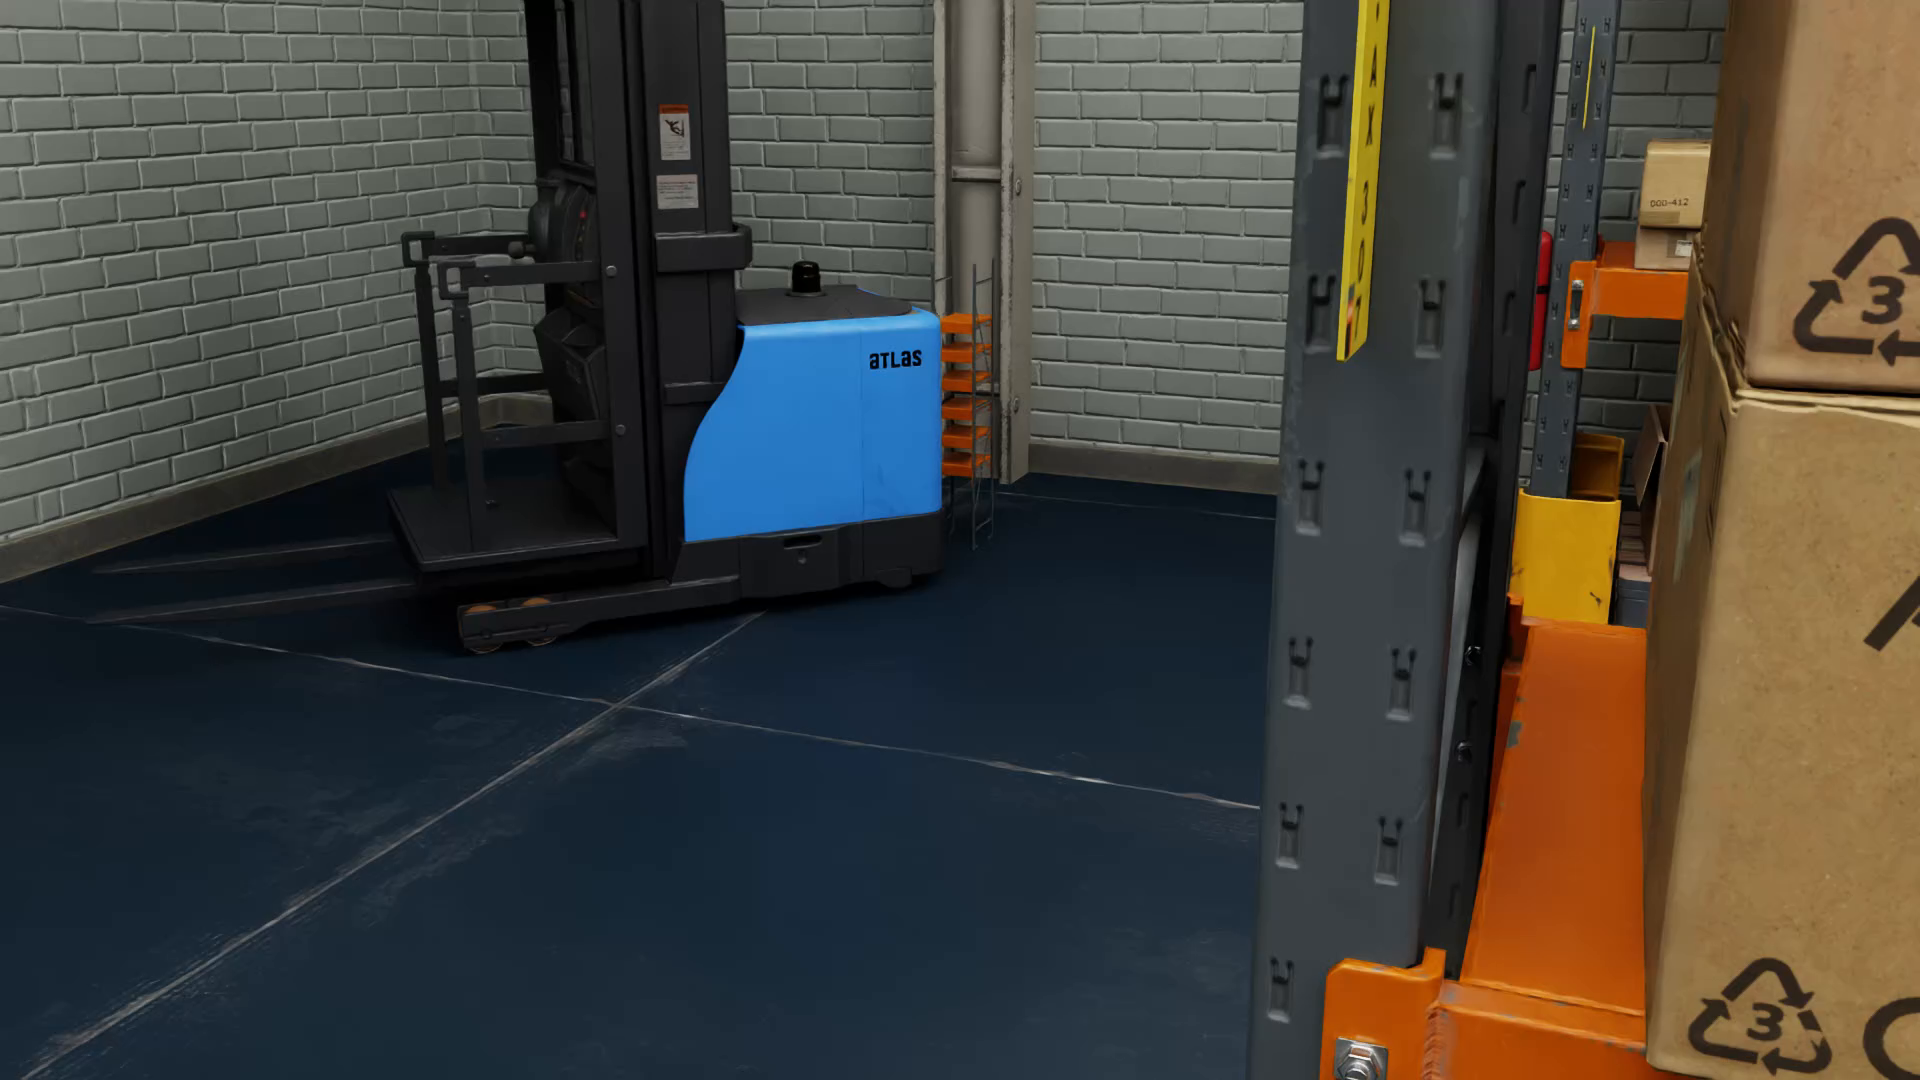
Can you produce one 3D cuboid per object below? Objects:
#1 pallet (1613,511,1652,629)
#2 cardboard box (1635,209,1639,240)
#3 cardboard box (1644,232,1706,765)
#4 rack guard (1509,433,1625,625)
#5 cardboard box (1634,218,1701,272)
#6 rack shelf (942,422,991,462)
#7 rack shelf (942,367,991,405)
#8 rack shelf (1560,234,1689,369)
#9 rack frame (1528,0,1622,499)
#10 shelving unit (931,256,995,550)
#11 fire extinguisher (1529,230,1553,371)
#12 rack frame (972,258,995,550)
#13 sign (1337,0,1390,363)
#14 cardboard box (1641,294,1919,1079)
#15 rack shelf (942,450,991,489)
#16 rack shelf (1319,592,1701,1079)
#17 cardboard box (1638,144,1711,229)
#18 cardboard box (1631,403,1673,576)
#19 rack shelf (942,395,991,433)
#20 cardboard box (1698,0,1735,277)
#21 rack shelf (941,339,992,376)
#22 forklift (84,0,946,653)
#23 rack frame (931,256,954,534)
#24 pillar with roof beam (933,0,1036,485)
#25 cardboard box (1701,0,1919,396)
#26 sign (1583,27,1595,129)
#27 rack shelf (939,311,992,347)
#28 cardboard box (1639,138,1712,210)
[{"bbox_3d":[3.104,0.168,6.217,1.213,0.211,1.003,6,17,21],"label":"pallet"},{"bbox_3d":[2.698,-1.176,6.293,0.250,0.149,0.380,6,17,20],"label":"cardboard box"},{"bbox_3d":[1.019,-0.040,1.752,0.500,0.500,0.500,6,17,21],"label":"cardboard box"},{"bbox_3d":[2.362,-0.052,6.457,0.348,0.500,1.175,6,17,21],"label":"rack guard"},{"bbox_3d":[2.496,-1.035,5.810,0.250,0.149,0.380,6,17,20],"label":"cardboard box"},{"bbox_3d":[0.013,-0.417,7.047,0.180,0.103,0.258,6,17,21],"label":"rack shelf"},{"bbox_3d":[0.013,-0.647,6.980,0.180,0.103,0.258,6,17,21],"label":"rack shelf"},{"bbox_3d":[4.152,-0.710,5.531,4.000,0.370,1.077,6,17,21],"label":"rack shelf"},{"bbox_3d":[2.291,-1.261,6.135,0.127,3.000,1.000,6,17,21],"label":"rack frame"},{"bbox_3d":[0.013,-0.575,7.001,0.189,1.200,0.258,6,17,21],"label":"shelving unit"},{"bbox_3d":[1.985,-0.939,5.837,0.183,0.674,0.296,6,17,21],"label":"fire extinguisher"},{"bbox_3d":[0.099,-0.565,6.969,0.006,1.200,0.240,6,17,21],"label":"rack frame"},{"bbox_3d":[0.264,-0.283,1.074,0.005,0.325,0.100,6,17,21],"label":"sign"},{"bbox_3d":[0.814,0.103,1.260,0.500,0.500,0.500,6,17,20],"label":"cardboard box"},{"bbox_3d":[0.013,-0.302,7.081,0.180,0.103,0.258,6,17,21],"label":"rack shelf"},{"bbox_3d":[2.334,0.577,1.095,4.000,0.370,1.077,6,17,21],"label":"rack shelf"},{"bbox_3d":[2.614,-1.215,5.714,0.500,0.250,0.500,6,17,21],"label":"cardboard box"},{"bbox_3d":[2.825,-0.176,6.125,0.637,0.503,0.797,6,17,18],"label":"cardboard box"},{"bbox_3d":[0.013,-0.532,7.014,0.180,0.103,0.258,6,17,21],"label":"rack shelf"},{"bbox_3d":[1.009,-0.513,1.589,0.500,0.500,0.500,7,18,22],"label":"cardboard box"},{"bbox_3d":[0.013,-0.763,6.947,0.180,0.103,0.258,6,17,21],"label":"rack shelf"},{"bbox_3d":[-1.618,-1.179,5.978,3.031,2.935,1.130,-7,18,-23],"label":"forklift"},{"bbox_3d":[-0.072,-0.584,7.034,0.006,1.200,0.240,6,17,21],"label":"rack frame"},{"bbox_3d":[-1.466,-3.535,3.208,0.400,9.000,9.100,6,17,21],"label":"pillar with roof beam"},{"bbox_3d":[0.815,-0.378,1.123,0.500,0.500,0.500,6,17,19],"label":"cardboard box"},{"bbox_3d":[2.092,-1.536,5.530,0.005,0.325,0.100,6,17,21],"label":"sign"},{"bbox_3d":[0.013,-0.878,6.913,0.180,0.103,0.258,6,17,21],"label":"rack shelf"},{"bbox_3d":[2.816,-1.353,6.190,0.500,0.250,0.500,7,18,22],"label":"cardboard box"}]
